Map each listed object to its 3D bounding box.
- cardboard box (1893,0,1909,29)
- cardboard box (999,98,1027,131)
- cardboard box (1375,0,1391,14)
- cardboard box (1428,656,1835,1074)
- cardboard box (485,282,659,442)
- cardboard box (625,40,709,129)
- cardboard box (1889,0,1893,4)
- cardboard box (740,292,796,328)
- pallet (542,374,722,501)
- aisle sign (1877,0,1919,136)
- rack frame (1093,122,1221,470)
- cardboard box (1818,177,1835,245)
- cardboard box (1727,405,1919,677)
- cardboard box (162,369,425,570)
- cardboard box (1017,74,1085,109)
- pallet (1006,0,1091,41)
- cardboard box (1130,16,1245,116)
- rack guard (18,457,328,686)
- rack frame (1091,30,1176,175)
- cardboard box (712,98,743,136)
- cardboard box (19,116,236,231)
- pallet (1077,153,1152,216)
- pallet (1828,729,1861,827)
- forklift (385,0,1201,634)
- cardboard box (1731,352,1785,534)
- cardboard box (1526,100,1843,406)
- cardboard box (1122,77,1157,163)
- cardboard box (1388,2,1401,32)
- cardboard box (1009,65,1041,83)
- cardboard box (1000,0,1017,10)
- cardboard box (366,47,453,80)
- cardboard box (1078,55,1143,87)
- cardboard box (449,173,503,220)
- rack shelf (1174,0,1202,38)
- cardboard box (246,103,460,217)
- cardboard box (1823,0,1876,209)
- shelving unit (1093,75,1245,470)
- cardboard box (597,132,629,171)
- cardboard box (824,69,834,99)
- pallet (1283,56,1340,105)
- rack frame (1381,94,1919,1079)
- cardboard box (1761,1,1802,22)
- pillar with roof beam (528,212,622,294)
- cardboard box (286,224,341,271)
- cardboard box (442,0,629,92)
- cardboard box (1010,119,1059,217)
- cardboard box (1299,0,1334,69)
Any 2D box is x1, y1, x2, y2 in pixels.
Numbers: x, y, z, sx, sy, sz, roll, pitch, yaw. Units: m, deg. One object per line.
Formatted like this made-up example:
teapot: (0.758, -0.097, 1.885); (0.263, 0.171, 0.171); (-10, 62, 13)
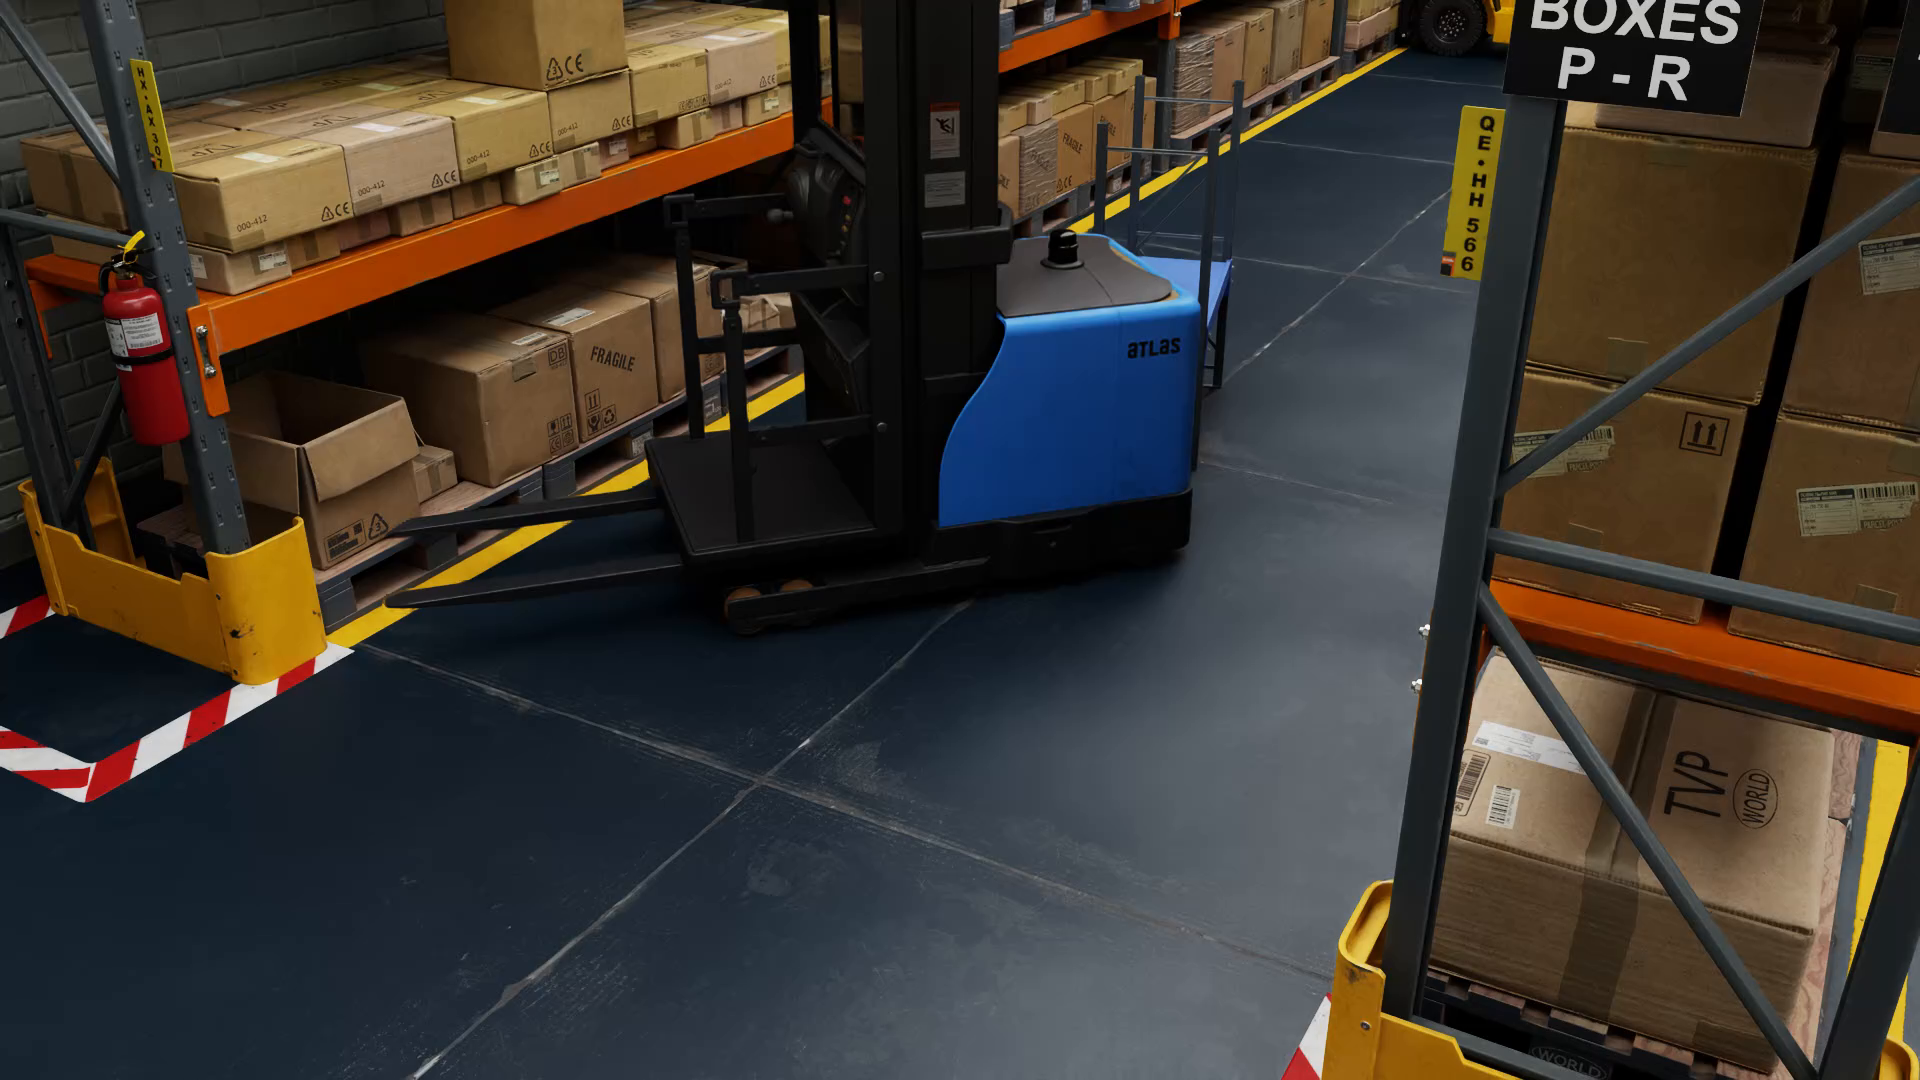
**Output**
cardboard box: (2.351, -1.176, 3.794); (0.380, 0.149, 0.250); (15, 30, 27)
cardboard box: (0.191, -2.628, 10.248); (0.380, 0.149, 0.250); (14, 30, 26)
cardboard box: (3.776, -5.169, 15.770); (0.500, 0.250, 0.500); (14, 30, 26)
cardboard box: (1.681, 0.777, 4.241); (0.875, 0.438, 0.875); (13, 29, 24)
cardboard box: (-1.695, -0.790, 7.300); (0.500, 0.500, 0.500); (15, 30, 27)
cardboard box: (-1.441, -1.976, 7.182); (0.500, 0.250, 0.500); (14, 30, 26)
cardboard box: (2.966, -1.821, 5.807); (0.500, 0.500, 0.500); (14, 30, 26)
cardboard box: (-0.931, -1.184, 8.479); (0.380, 0.149, 0.250); (13, 29, 25)
pallet: (-1.850, -0.561, 7.635); (1.003, 0.211, 1.213); (14, 30, 26)
aisle sign: (1.660, -0.973, 2.438); (0.394, 0.787, 0.004); (14, 30, 26)
rack frame: (0.808, -1.013, 7.099); (0.500, 1.500, 0.032); (6, 27, 13)
cardboard box: (2.451, -0.993, 5.271); (0.500, 0.500, 0.500); (14, 30, 26)
cardboard box: (1.929, -0.071, 3.428); (0.500, 0.500, 0.500); (14, 30, 26)
cardboard box: (-2.497, -0.283, 6.283); (0.797, 0.503, 0.637); (13, 29, 24)
cardboard box: (0.588, -2.924, 10.839); (0.380, 0.149, 0.250); (15, 30, 28)
pallet: (0.103, -3.267, 10.139); (1.003, 0.211, 1.213); (14, 30, 26)
cardboard box: (1.689, -3.734, 13.042); (0.875, 0.625, 0.625); (15, 30, 28)
rack guard: (-2.843, 0.095, 6.003); (1.175, 0.500, 0.348); (14, 30, 26)
rack frame: (1.055, -4.111, 11.612); (1.000, 3.000, 0.127); (14, 30, 26)
cardboard box: (-1.218, -1.951, 7.578); (0.380, 0.149, 0.250); (15, 30, 27)
cardboard box: (-2.885, -1.297, 5.826); (0.500, 0.250, 0.500); (15, 30, 28)
pallet: (0.655, -2.582, 11.672); (1.003, 0.211, 1.213); (14, 30, 26)
pallet: (2.370, 0.542, 5.431); (1.003, 0.211, 1.213); (14, 30, 26)
forklift: (-0.665, -1.233, 5.938); (3.031, 2.935, 1.130); (-8, 28, -16)
cardboard box: (1.710, -0.385, 4.057); (0.500, 0.500, 0.500); (14, 30, 25)
cardboard box: (1.473, -0.634, 3.437); (0.500, 0.500, 0.500); (15, 30, 28)
cardboard box: (1.035, -2.969, 11.654); (0.500, 0.500, 0.500); (15, 30, 28)
cardboard box: (4.025, -5.149, 16.288); (0.500, 0.250, 0.500); (15, 30, 27)
cardboard box: (0.321, -3.125, 11.240); (0.380, 0.149, 0.250); (15, 30, 27)
cardboard box: (0.105, -3.137, 9.347); (0.396, 0.266, 0.258); (16, 31, 29)
cardboard box: (-2.125, -1.894, 7.017); (0.500, 0.250, 0.500); (14, 30, 26)
cardboard box: (1.033, -3.223, 11.437); (0.380, 0.149, 0.250); (13, 29, 24)
cardboard box: (-1.992, -1.358, 6.393); (0.380, 0.149, 0.250); (15, 30, 27)
rack shelf: (2.039, -4.569, 13.330); (1.077, 0.370, 4.000); (14, 30, 26)
cardboard box: (-2.174, -1.374, 5.978); (0.500, 0.250, 0.500); (15, 30, 27)
cardboard box: (2.200, -1.232, 4.631); (0.500, 0.500, 0.500); (14, 30, 26)
shelving unit: (0.932, -1.234, 7.539); (0.538, 1.500, 1.048); (6, 27, 13)
cardboard box: (-1.624, -1.663, 7.002); (0.380, 0.149, 0.250); (14, 30, 26)
cardboard box: (-0.849, -2.260, 8.195); (0.380, 0.149, 0.250); (15, 30, 27)
pallet: (2.695, -4.128, 14.760); (1.003, 0.211, 1.213); (14, 30, 26)
rack frame: (1.443, 0.098, 3.203); (1.000, 3.000, 0.127); (14, 30, 26)
cardboard box: (1.603, -1.091, 3.626); (0.380, 0.149, 0.250); (14, 30, 26)
pillar with roof beam: (1.709, -4.214, 5.116); (9.100, 9.000, 0.400); (14, 30, 26)
cardboard box: (-2.395, -1.058, 5.794); (0.380, 0.149, 0.250); (15, 30, 27)
cardboard box: (-1.685, -2.097, 6.586); (0.500, 0.500, 0.500); (15, 30, 27)
cardboard box: (0.285, -2.366, 10.448); (0.500, 0.500, 0.500); (13, 29, 24)
cardboard box: (2.776, -4.590, 14.753); (0.875, 0.625, 0.625); (16, 31, 28)
